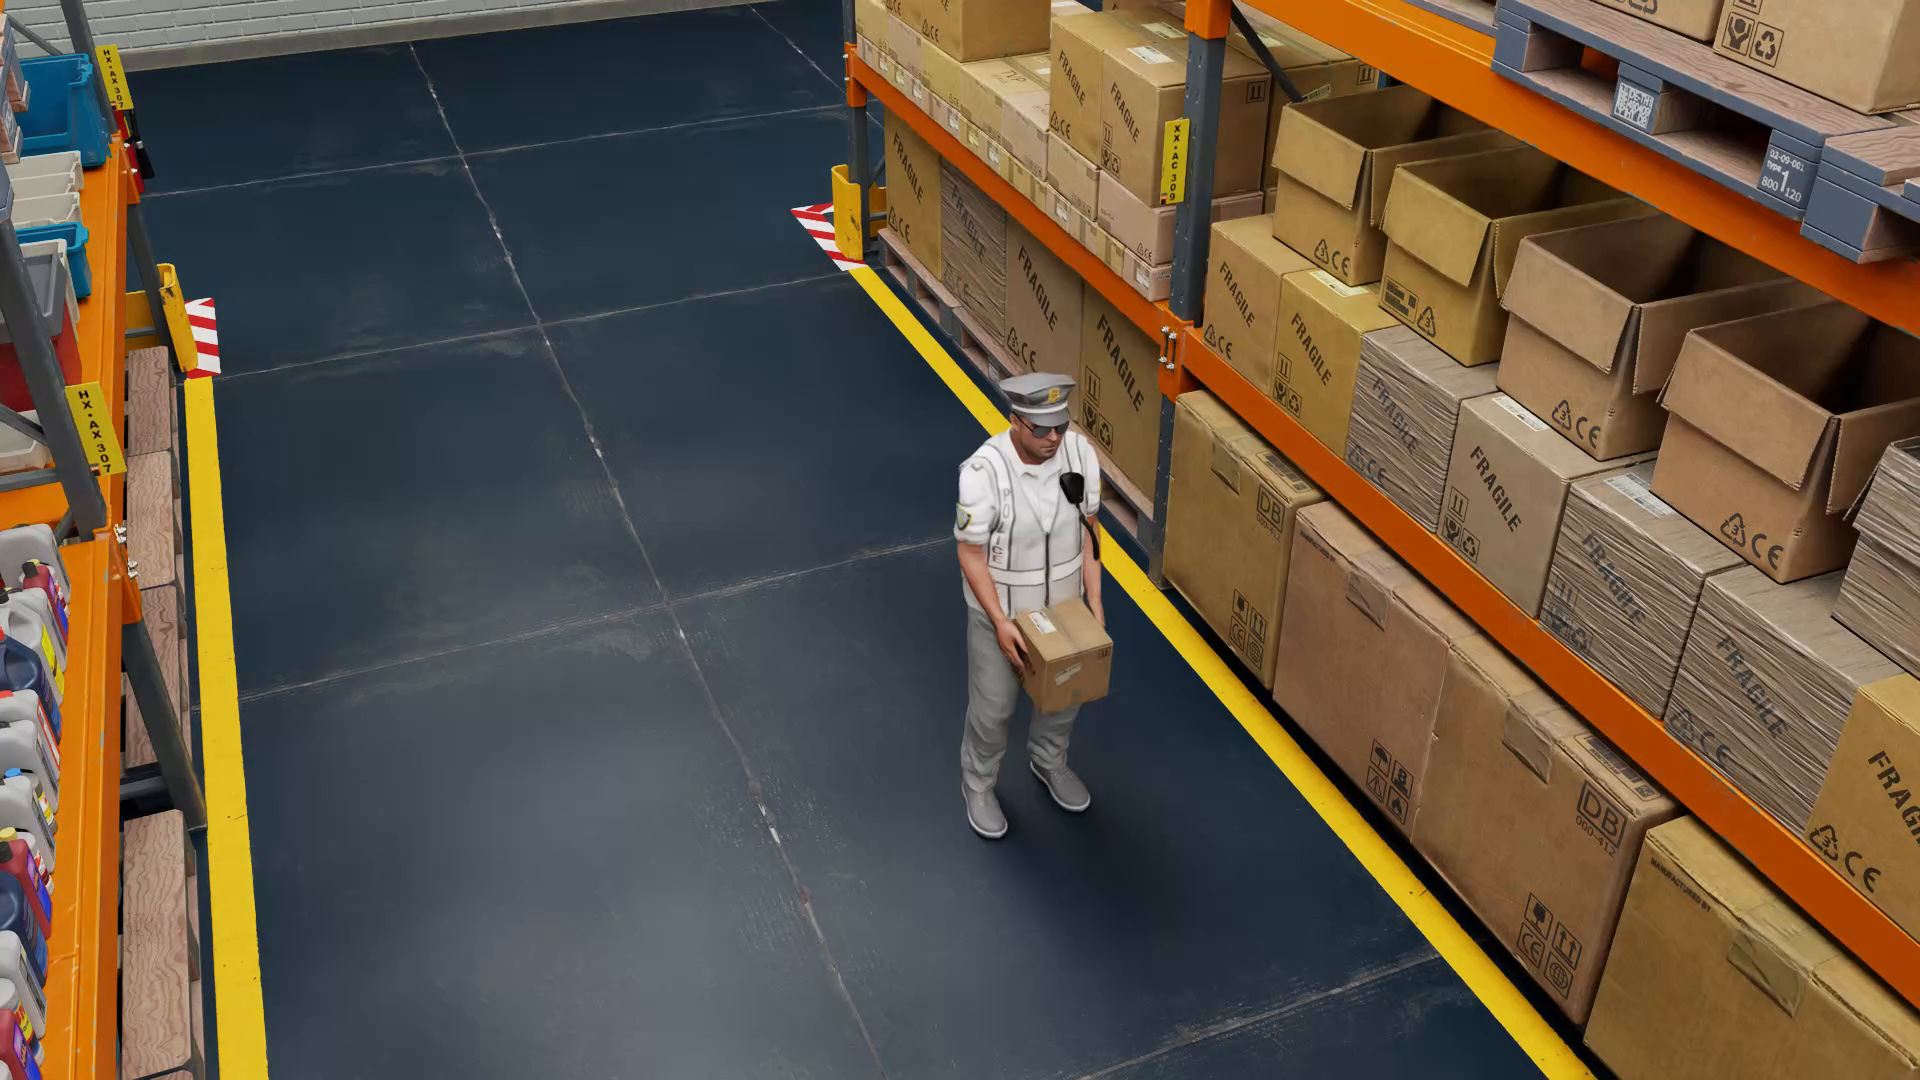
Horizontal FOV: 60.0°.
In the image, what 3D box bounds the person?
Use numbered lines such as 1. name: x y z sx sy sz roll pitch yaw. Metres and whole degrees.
1. person: 0.238 0.208 5.812 0.566 1.752 0.438 -14 36 -21
